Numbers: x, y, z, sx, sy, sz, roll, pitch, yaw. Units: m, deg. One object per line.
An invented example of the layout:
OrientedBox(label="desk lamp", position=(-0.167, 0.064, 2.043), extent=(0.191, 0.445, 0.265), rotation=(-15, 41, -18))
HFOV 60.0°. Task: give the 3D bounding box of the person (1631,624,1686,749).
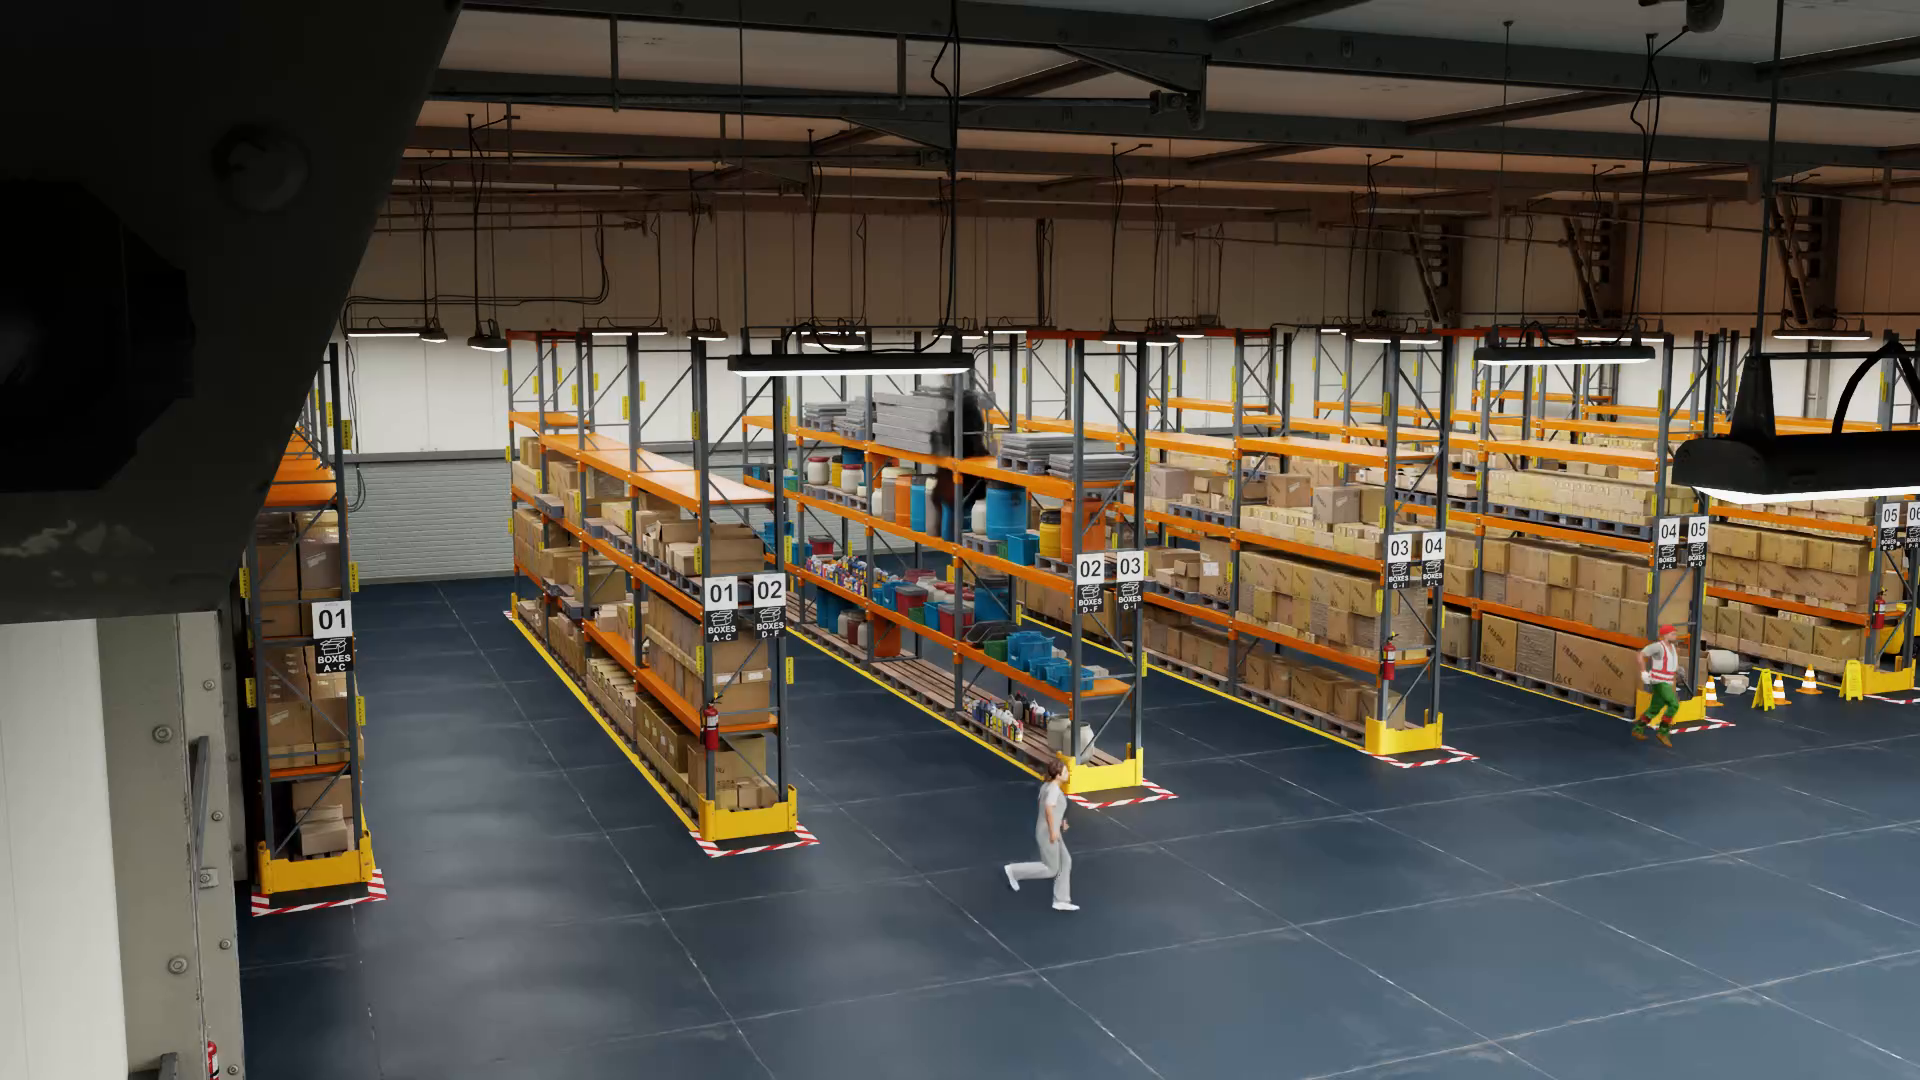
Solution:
OrientedBox(label="person", position=(10.368, 2.121, 24.590), extent=(0.693, 1.761, 0.701), rotation=(-7, 10, -42))

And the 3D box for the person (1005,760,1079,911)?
OrientedBox(label="person", position=(0.877, 3.157, 17.706), extent=(0.806, 1.644, 0.576), rotation=(0, 8, -3))
